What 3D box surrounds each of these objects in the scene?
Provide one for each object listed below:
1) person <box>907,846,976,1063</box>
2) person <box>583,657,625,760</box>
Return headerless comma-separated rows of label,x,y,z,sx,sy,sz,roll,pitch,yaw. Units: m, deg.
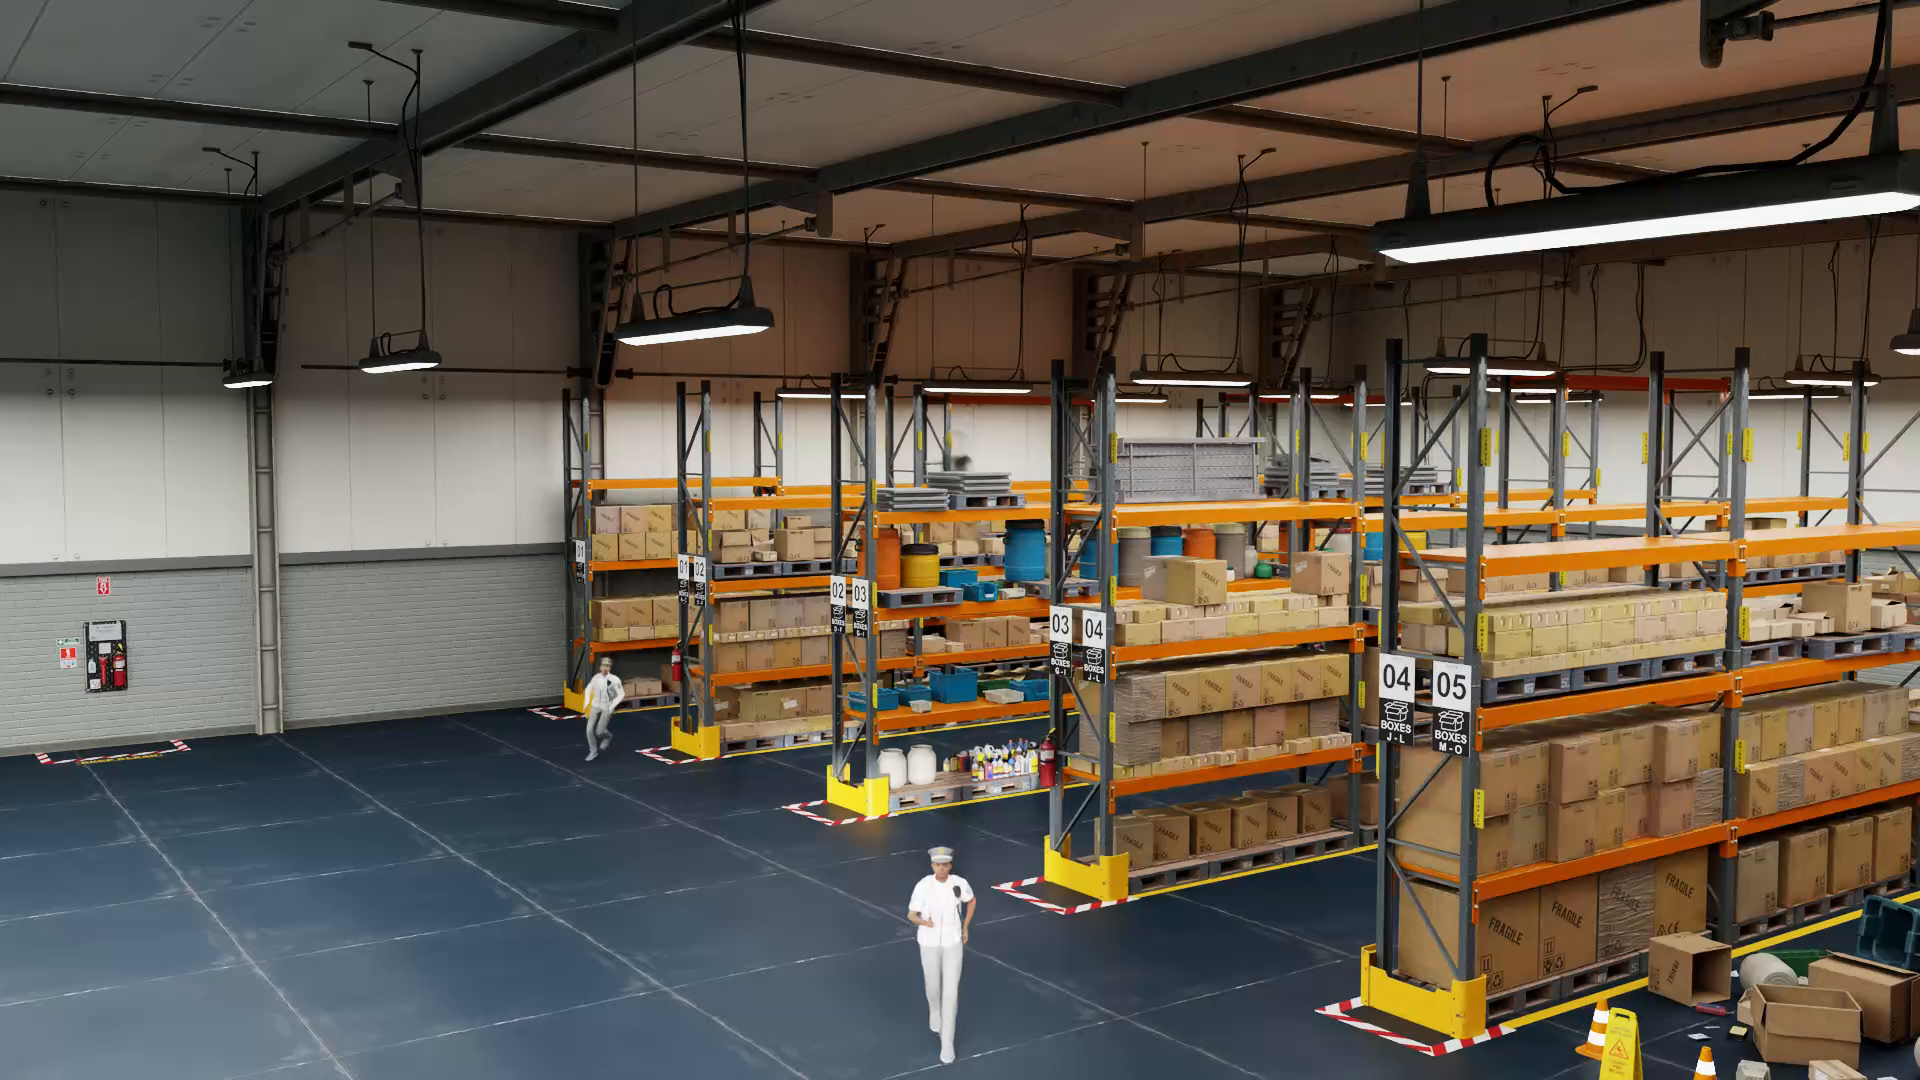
person,-0.151,3.397,13.942,0.581,1.694,0.876,0,4,0
person,-5.657,2.673,26.457,0.659,1.656,0.538,1,4,14
